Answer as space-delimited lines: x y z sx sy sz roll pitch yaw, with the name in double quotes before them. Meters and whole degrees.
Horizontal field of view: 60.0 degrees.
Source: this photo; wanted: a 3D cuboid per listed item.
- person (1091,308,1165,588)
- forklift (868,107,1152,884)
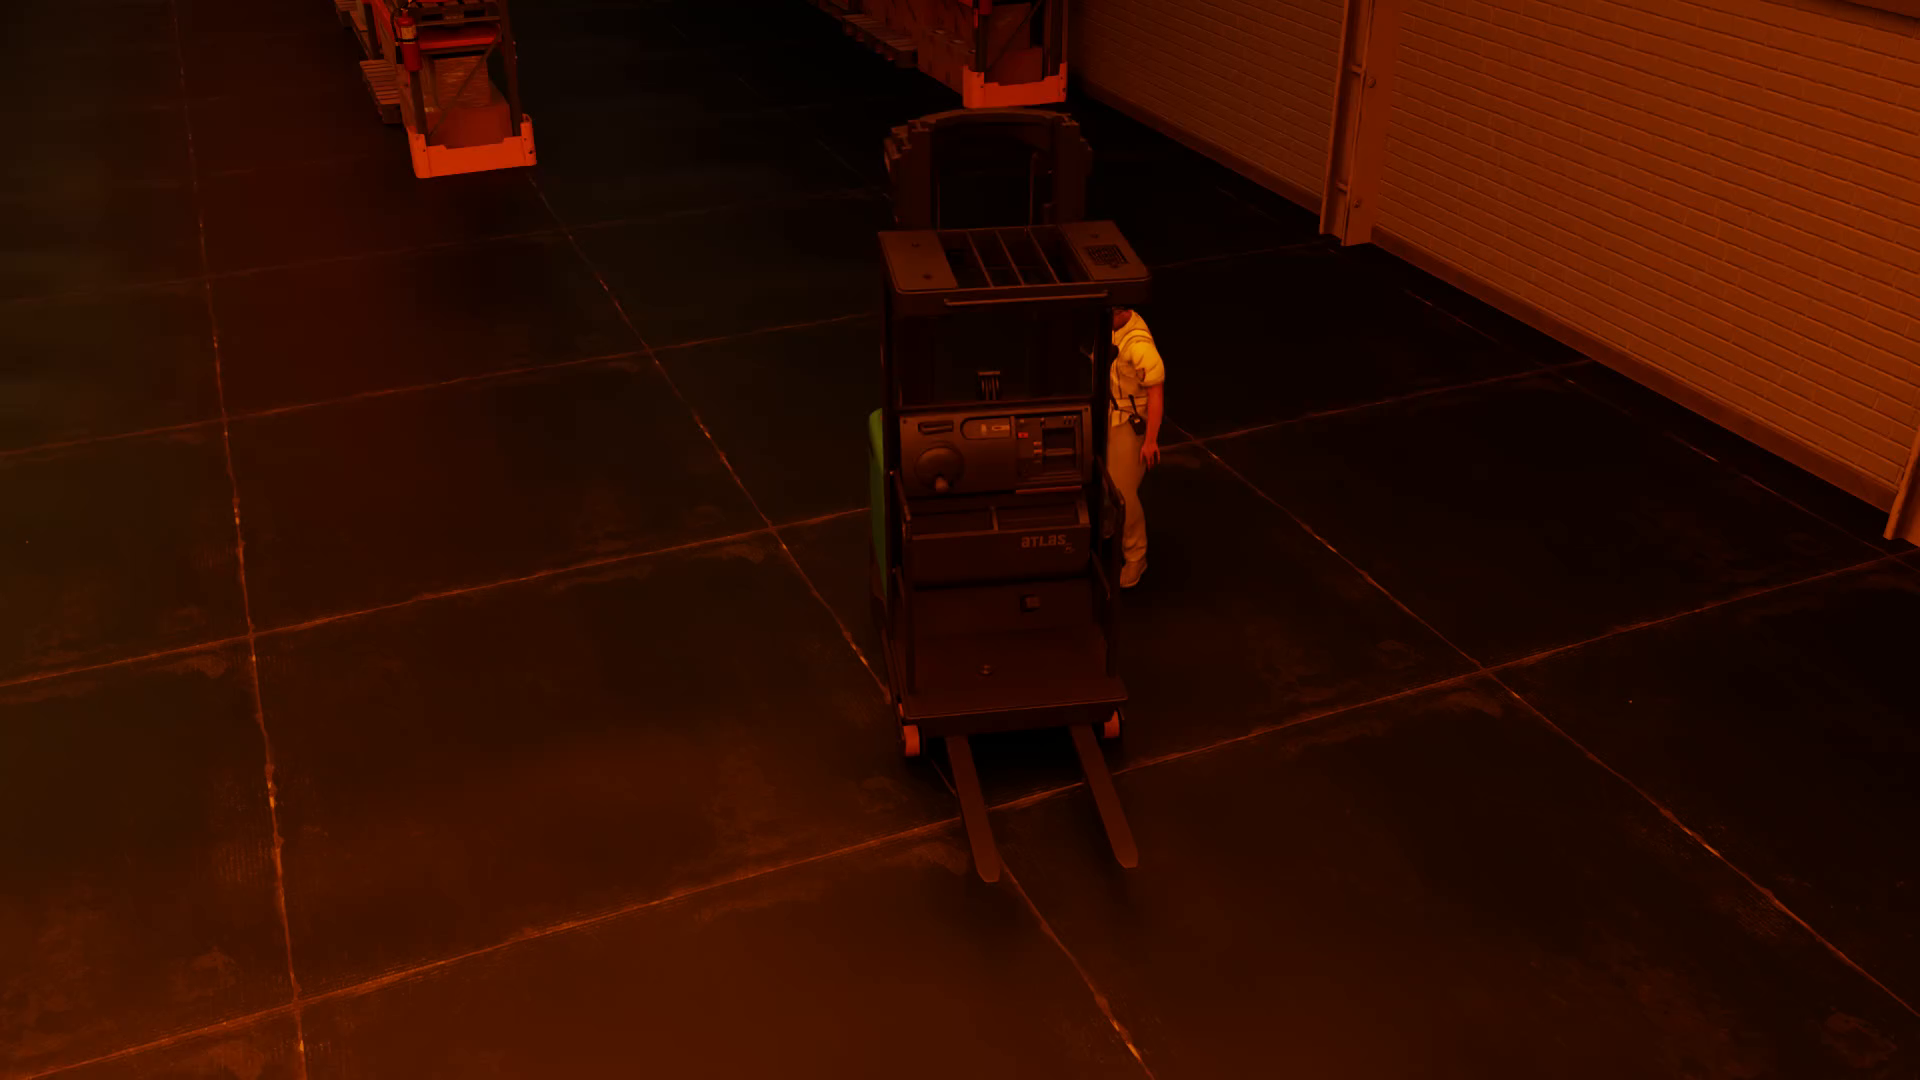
"person" 0.941 -0.679 9.531 0.423 1.717 0.861 -10 31 -18
"forklift" 0.210 -0.389 7.800 1.130 2.935 3.031 -4 30 -7
